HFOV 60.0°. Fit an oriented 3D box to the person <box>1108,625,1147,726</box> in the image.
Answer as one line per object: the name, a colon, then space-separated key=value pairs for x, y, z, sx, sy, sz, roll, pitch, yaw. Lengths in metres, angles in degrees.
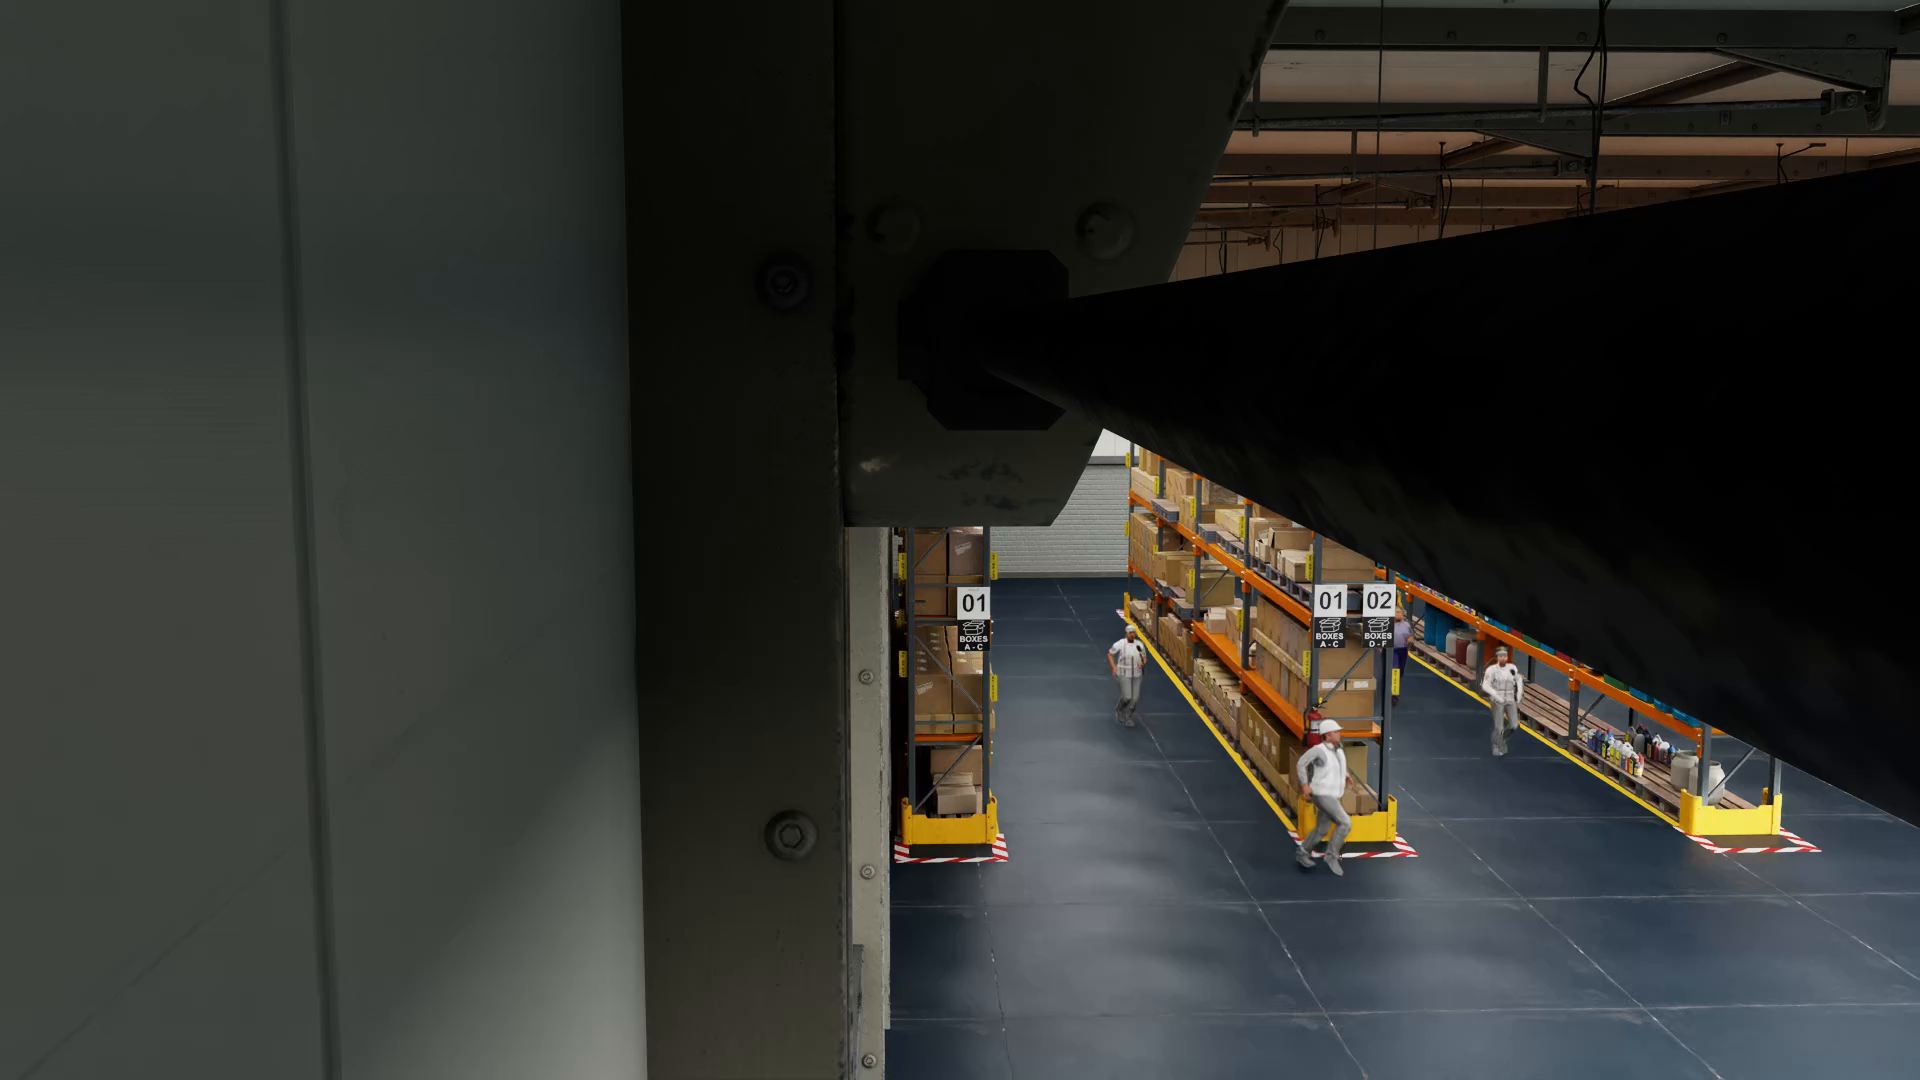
person: x=2.687 y=2.156 z=26.319 sx=0.592 sy=1.629 sz=0.583 roll=-2 pitch=8 yaw=-13

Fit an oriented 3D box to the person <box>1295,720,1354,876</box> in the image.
person: x=4.327 y=2.974 z=19.444 sx=0.683 sy=1.733 sz=0.641 roll=6 pitch=9 yaw=38

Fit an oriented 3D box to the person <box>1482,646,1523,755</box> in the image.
person: x=8.007 y=2.382 z=24.483 sx=0.629 sy=1.649 sz=0.574 roll=0 pitch=7 yaw=1

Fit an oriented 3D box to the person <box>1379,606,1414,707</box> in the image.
person: x=7.331 y=1.961 z=27.957 sx=0.576 sy=1.682 sz=0.698 roll=-2 pitch=8 yaw=-13
